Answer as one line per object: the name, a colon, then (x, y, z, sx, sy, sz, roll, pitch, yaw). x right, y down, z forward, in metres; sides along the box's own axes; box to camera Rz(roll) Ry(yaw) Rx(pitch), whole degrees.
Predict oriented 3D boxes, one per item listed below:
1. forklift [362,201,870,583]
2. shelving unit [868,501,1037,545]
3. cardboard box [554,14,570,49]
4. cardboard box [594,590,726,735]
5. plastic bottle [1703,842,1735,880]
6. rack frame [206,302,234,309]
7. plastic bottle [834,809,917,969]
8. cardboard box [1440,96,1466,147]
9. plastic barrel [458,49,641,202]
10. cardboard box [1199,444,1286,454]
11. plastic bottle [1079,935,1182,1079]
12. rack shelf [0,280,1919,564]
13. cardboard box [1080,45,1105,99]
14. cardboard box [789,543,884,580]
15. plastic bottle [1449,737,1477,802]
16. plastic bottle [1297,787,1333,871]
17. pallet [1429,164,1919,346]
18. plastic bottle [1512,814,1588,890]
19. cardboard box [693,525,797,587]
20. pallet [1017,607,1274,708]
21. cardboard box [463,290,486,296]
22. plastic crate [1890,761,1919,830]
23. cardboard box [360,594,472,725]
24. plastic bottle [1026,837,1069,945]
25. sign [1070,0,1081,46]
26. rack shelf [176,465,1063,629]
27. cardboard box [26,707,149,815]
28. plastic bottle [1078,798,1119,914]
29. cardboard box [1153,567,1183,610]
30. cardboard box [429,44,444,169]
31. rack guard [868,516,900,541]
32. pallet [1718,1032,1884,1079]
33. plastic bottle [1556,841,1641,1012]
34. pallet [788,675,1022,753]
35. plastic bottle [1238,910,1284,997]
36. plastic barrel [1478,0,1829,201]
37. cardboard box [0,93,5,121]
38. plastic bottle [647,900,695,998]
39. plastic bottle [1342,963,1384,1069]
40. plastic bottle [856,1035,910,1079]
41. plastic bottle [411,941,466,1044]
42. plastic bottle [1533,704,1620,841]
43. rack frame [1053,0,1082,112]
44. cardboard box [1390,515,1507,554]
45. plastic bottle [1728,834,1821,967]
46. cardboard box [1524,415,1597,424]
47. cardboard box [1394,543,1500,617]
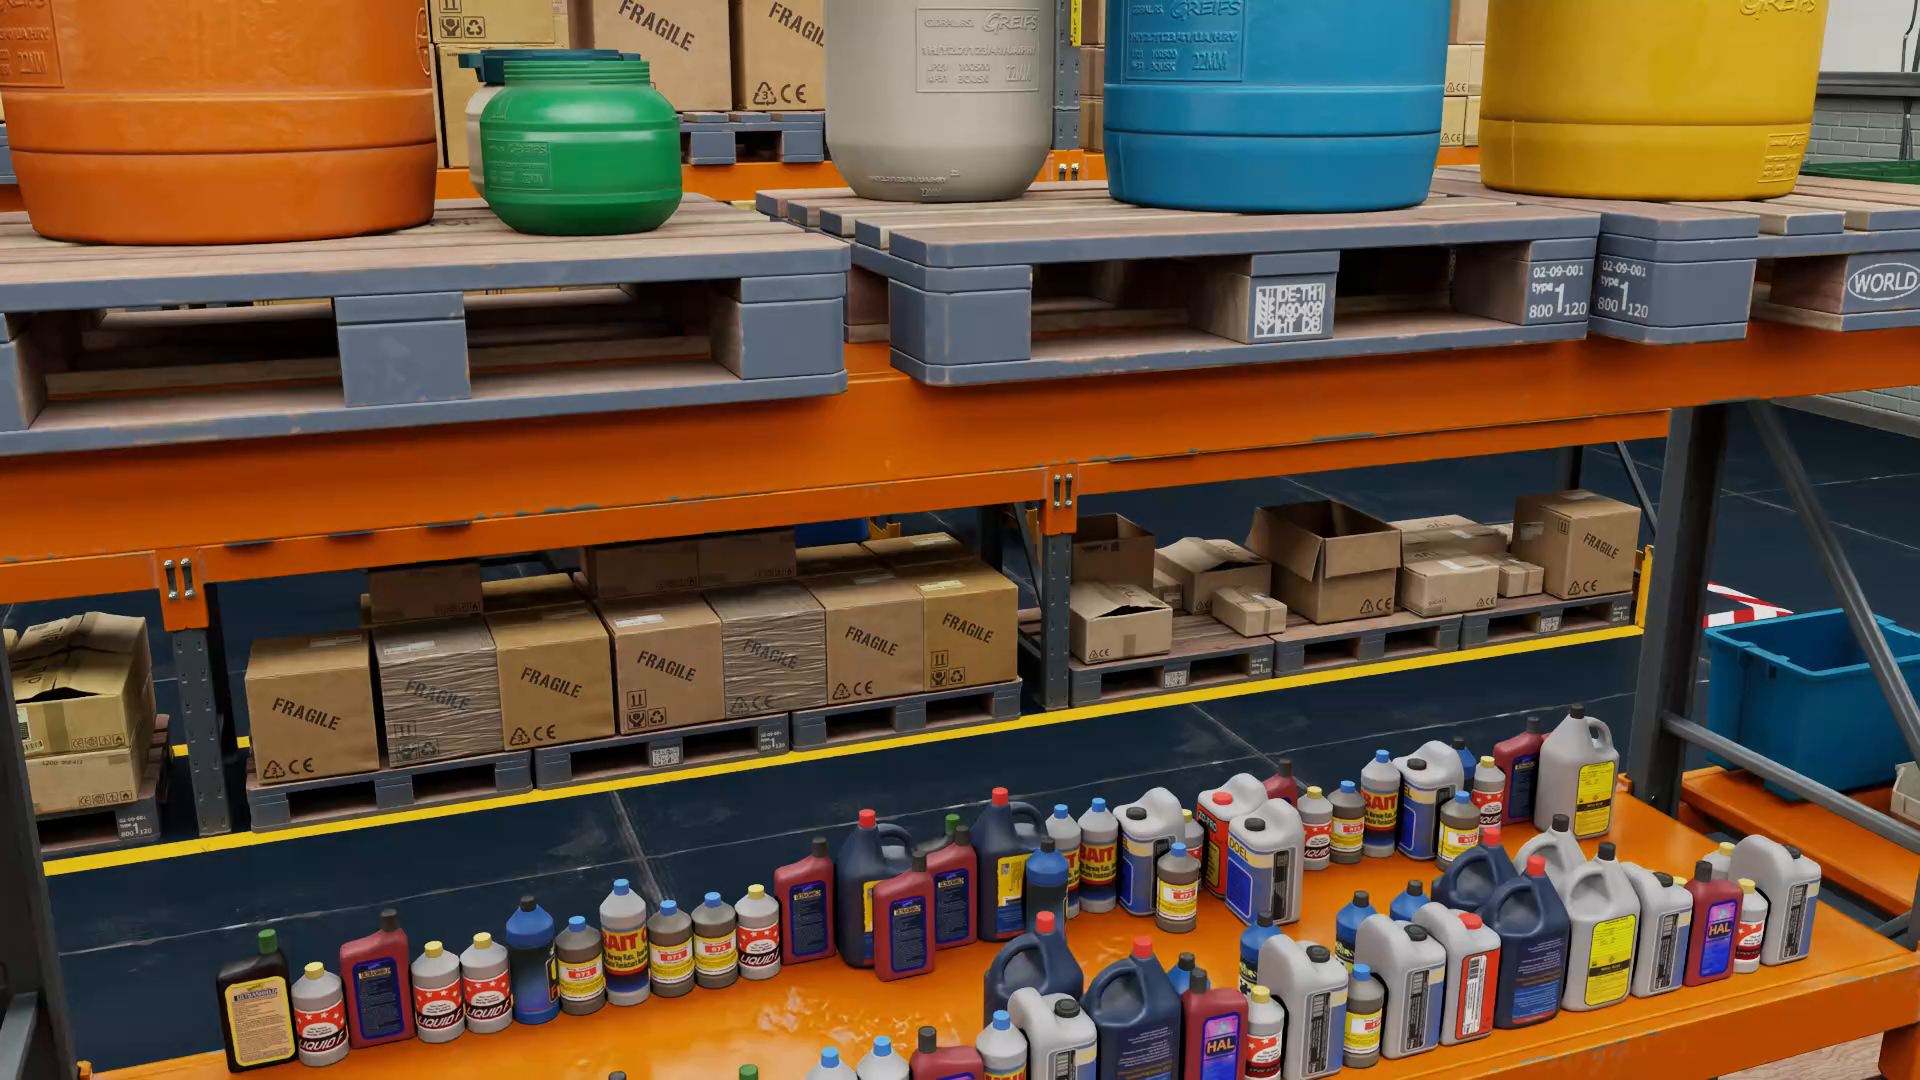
forklift: (-2.138, -1.088, 10.101, 3.031, 2.935, 1.130, -7, 18, -22)
shelving unit: (-0.071, -0.712, 11.361, 1.083, 1.500, 0.587, -6, 17, -20)
cardboard box: (-2.807, -3.556, 12.101, 0.500, 0.500, 0.700, -7, 18, -21)
cardboard box: (-1.439, 0.576, 7.969, 0.500, 0.500, 0.500, -7, 18, -22)
plastic bottle: (1.781, 0.805, 3.885, 0.097, 0.201, 0.097, 0, 16, 0)
rack frame: (-5.185, -1.587, 11.679, 0.127, 3.000, 1.000, -6, 17, -20)
plastic bottle: (-0.184, 0.770, 3.741, 0.185, 0.351, 0.144, -6, 17, -20)
cardboard box: (2.270, -2.189, 8.672, 0.500, 0.250, 0.500, -6, 17, -20)
plastic barrel: (-0.691, -0.702, 2.840, 0.301, 0.262, 0.301, 0, 16, 0)
cardboard box: (1.377, -0.768, 8.711, 0.500, 0.500, 0.500, -6, 17, -19)
plastic bottle: (0.325, 0.930, 3.196, 0.185, 0.351, 0.144, -6, 17, -20)
rack shelf: (0.228, -0.276, 3.168, 4.000, 0.370, 1.077, -6, 17, -20)
cardboard box: (0.869, -2.278, 8.088, 0.500, 0.250, 0.500, -6, 17, -20)
cardboard box: (-0.707, 0.342, 8.765, 0.500, 0.500, 0.500, -6, 17, -19)
plastic bottle: (1.284, 0.642, 4.315, 0.097, 0.271, 0.097, 0, 16, 0)
plastic bottle: (0.885, 0.719, 4.179, 0.097, 0.201, 0.097, 0, 16, 0)
pallet: (1.398, -0.628, 3.423, 1.003, 0.211, 1.213, -6, 17, -20)
plastic bottle: (1.302, 0.781, 3.703, 0.185, 0.351, 0.144, -6, 17, -20)
cardboard box: (-1.146, 0.027, 8.509, 0.500, 0.250, 0.500, -6, 17, -20)
pallet: (0.968, 0.582, 9.243, 1.213, 0.211, 1.003, -6, 17, -20)
cardboard box: (-3.684, -1.869, 11.899, 0.500, 0.500, 0.500, -6, 17, -20)
plastic crate: (2.581, 0.705, 4.237, 0.243, 0.136, 0.396, -6, 17, -20)
cardboard box: (-2.620, 0.548, 8.064, 0.500, 0.500, 0.500, -5, 17, -18)
plastic bottle: (0.197, 0.803, 3.768, 0.097, 0.271, 0.097, 0, 16, 0)
sign: (0.528, -2.418, 7.568, 0.005, 0.325, 0.100, -6, 17, -20)
rack shelf: (-1.541, -0.141, 8.030, 4.000, 0.370, 1.077, -6, 17, -20)
cardboard box: (-3.813, 0.951, 7.171, 0.500, 0.250, 0.500, -6, 17, -19)
plastic bottle: (0.327, 0.746, 3.964, 0.097, 0.271, 0.097, 0, 16, 0)
cardboard box: (1.086, 0.284, 9.587, 0.250, 0.149, 0.380, -6, 17, -20)
cardboard box: (-2.537, -1.876, 7.160, 0.500, 0.500, 0.910, -6, 17, -20)
rack guard: (-0.536, -0.062, 11.366, 0.087, 0.250, 0.587, -6, 17, -20)
pallet: (2.768, 1.870, 4.856, 1.213, 0.211, 1.003, -6, 17, -20)
plastic bottle: (1.354, 0.819, 3.574, 0.185, 0.351, 0.144, -6, 17, -20)
pallet: (-0.420, 0.743, 8.695, 1.213, 0.211, 1.003, -6, 17, -20)
plastic bottle: (0.627, 0.896, 3.450, 0.097, 0.271, 0.097, 0, 16, 0)
plastic barrel: (1.316, -0.969, 3.173, 0.600, 0.588, 0.600, 0, 16, 0)
cardboard box: (-3.812, -1.792, 6.575, 0.500, 0.250, 0.500, -8, 18, -24)
plastic bottle: (-0.631, 0.883, 3.621, 0.097, 0.201, 0.097, 0, 16, 0)
plastic bottle: (0.807, 0.956, 3.370, 0.097, 0.201, 0.097, 0, 16, 0)
plastic bottle: (-0.139, 1.025, 3.012, 0.097, 0.271, 0.097, 0, 16, 0)
plastic bottle: (-1.085, 0.932, 3.454, 0.097, 0.201, 0.097, 0, 16, 0)
plastic bottle: (1.613, 0.594, 4.339, 0.185, 0.351, 0.144, -6, 17, -20)
rack frame: (0.326, -3.566, 7.770, 0.127, 3.000, 1.000, -6, 17, -20)
cardboard box: (2.985, 0.048, 10.210, 0.500, 0.250, 0.500, -6, 17, -20)
plastic bottle: (1.843, 0.801, 3.769, 0.135, 0.276, 0.152, -6, 17, -20)
cardboard box: (3.257, -0.969, 9.396, 0.500, 0.500, 0.500, -6, 17, -20)
cardboard box: (2.744, 0.225, 9.607, 0.500, 0.250, 0.500, -6, 17, -20)
